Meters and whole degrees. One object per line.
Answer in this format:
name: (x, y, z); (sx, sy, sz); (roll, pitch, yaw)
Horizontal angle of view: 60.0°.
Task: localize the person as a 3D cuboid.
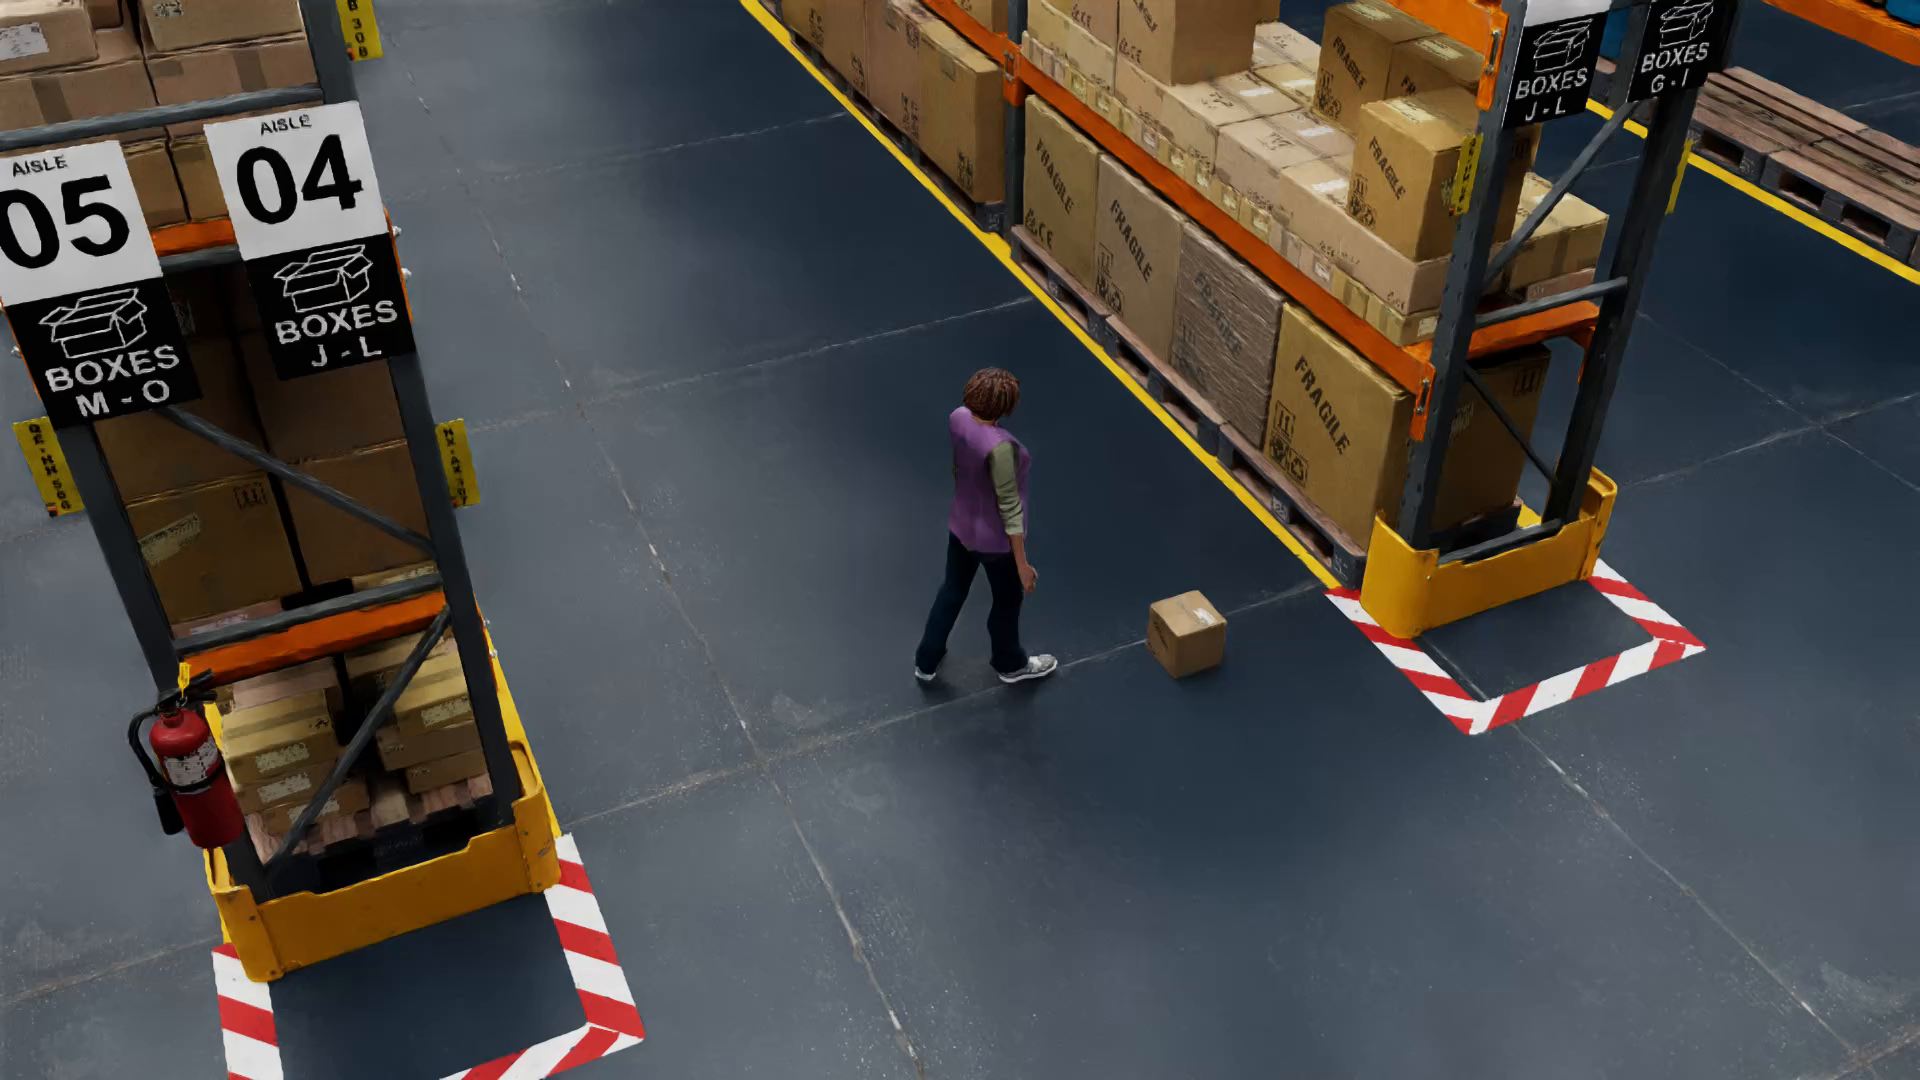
person: (0.124, -0.025, 6.877); (0.584, 1.583, 0.634); (-22, 43, -26)
